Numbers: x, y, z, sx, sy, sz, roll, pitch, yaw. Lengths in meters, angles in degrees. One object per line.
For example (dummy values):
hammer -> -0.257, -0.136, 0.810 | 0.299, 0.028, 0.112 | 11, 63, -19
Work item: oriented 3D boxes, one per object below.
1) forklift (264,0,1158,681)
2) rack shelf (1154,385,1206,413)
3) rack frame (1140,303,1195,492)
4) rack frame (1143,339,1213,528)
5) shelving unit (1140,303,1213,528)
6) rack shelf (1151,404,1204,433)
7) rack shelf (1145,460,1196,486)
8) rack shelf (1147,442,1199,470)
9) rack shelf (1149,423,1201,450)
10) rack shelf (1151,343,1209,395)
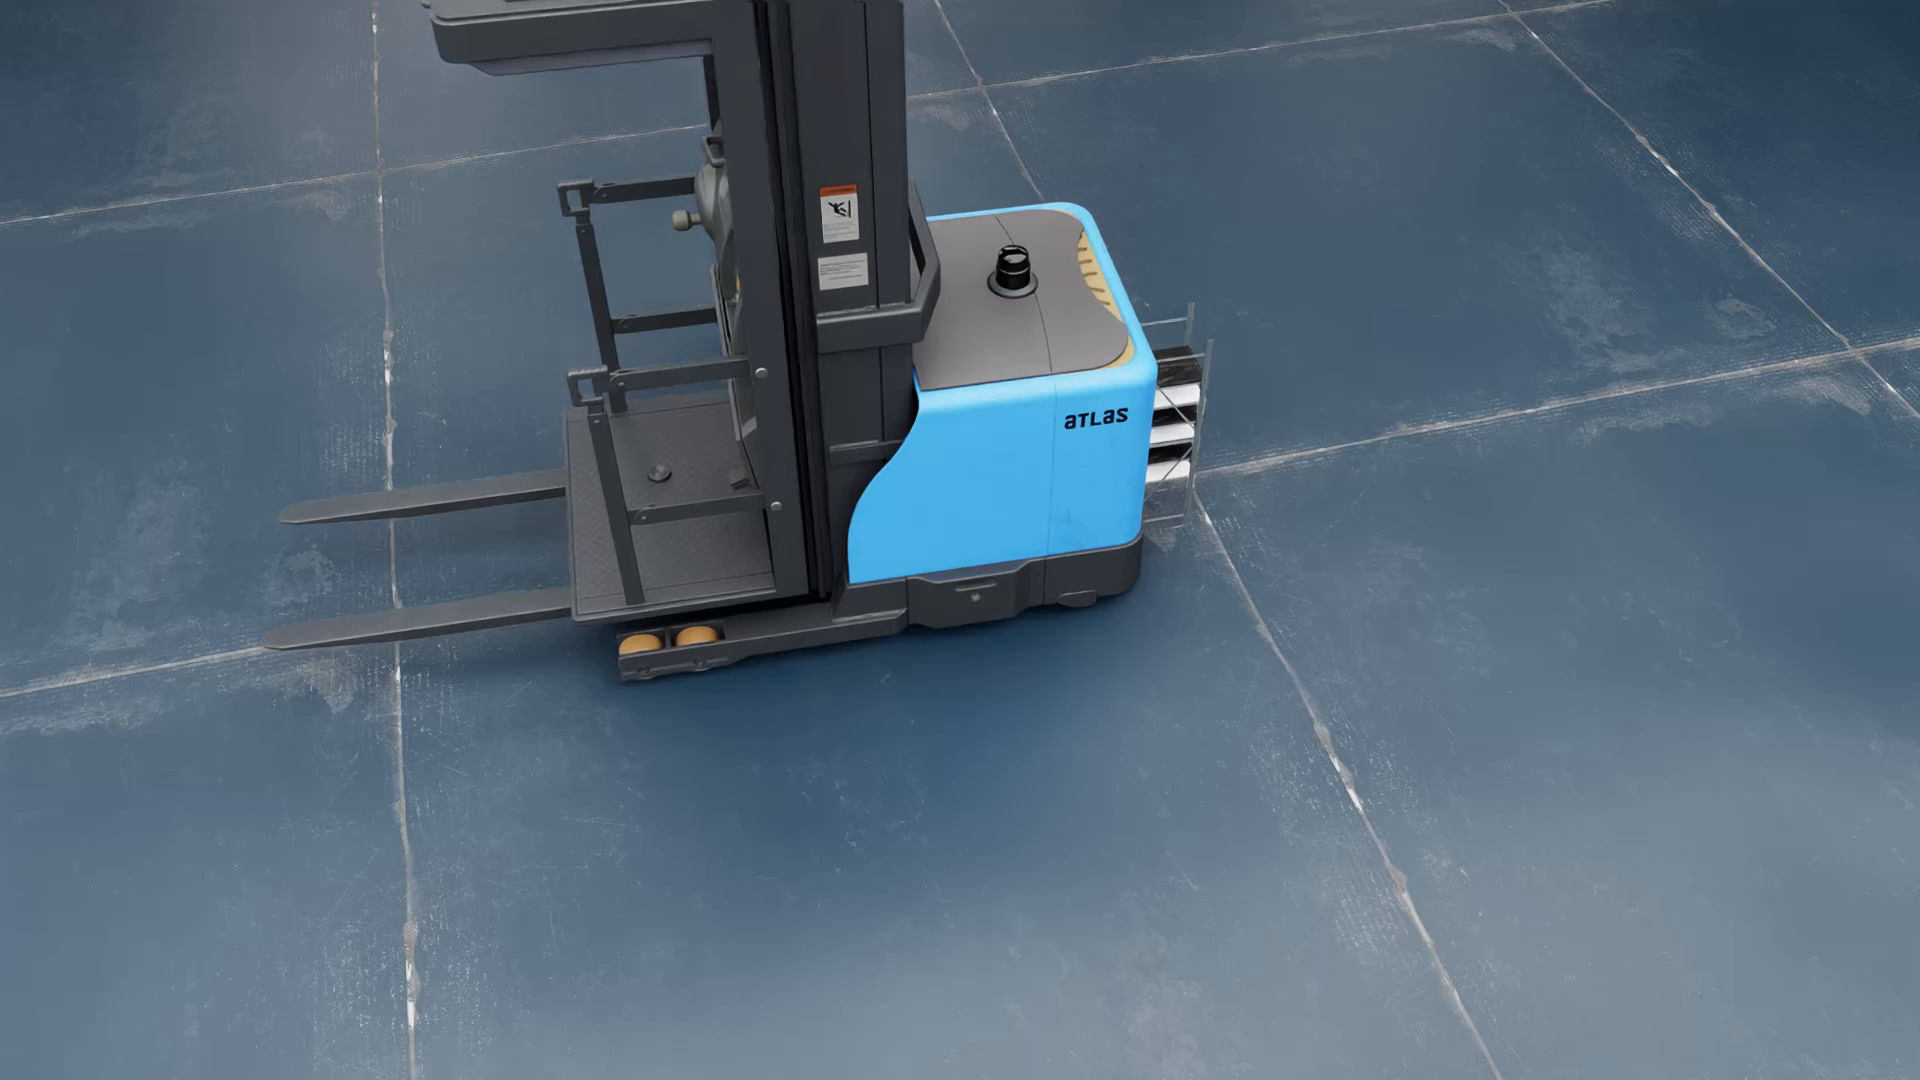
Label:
forklift -> -0.919, -0.954, 5.133 | 3.031, 2.935, 1.130 | -8, 46, -8
rack shelf -> 0.723, -0.524, 5.928 | 0.258, 0.077, 0.200 | -9, 46, -9
rack frame -> 0.701, -0.492, 6.102 | 0.240, 0.900, 0.006 | -9, 46, -9
rack frame -> 0.745, -0.350, 5.963 | 0.240, 0.900, 0.006 | -9, 46, -9
shelving unit -> 0.723, -0.421, 6.033 | 0.258, 0.900, 0.210 | -9, 46, -9
rack shelf -> 0.723, -0.461, 5.992 | 0.258, 0.077, 0.200 | -9, 46, -9
rack shelf -> 0.723, -0.272, 6.185 | 0.258, 0.077, 0.200 | -9, 46, -9
rack shelf -> 0.723, -0.335, 6.121 | 0.258, 0.077, 0.200 | -9, 46, -9
rack shelf -> 0.723, -0.398, 6.057 | 0.258, 0.077, 0.200 | -9, 46, -9
rack shelf -> 0.723, -0.587, 5.864 | 0.258, 0.077, 0.200 | -9, 46, -9
